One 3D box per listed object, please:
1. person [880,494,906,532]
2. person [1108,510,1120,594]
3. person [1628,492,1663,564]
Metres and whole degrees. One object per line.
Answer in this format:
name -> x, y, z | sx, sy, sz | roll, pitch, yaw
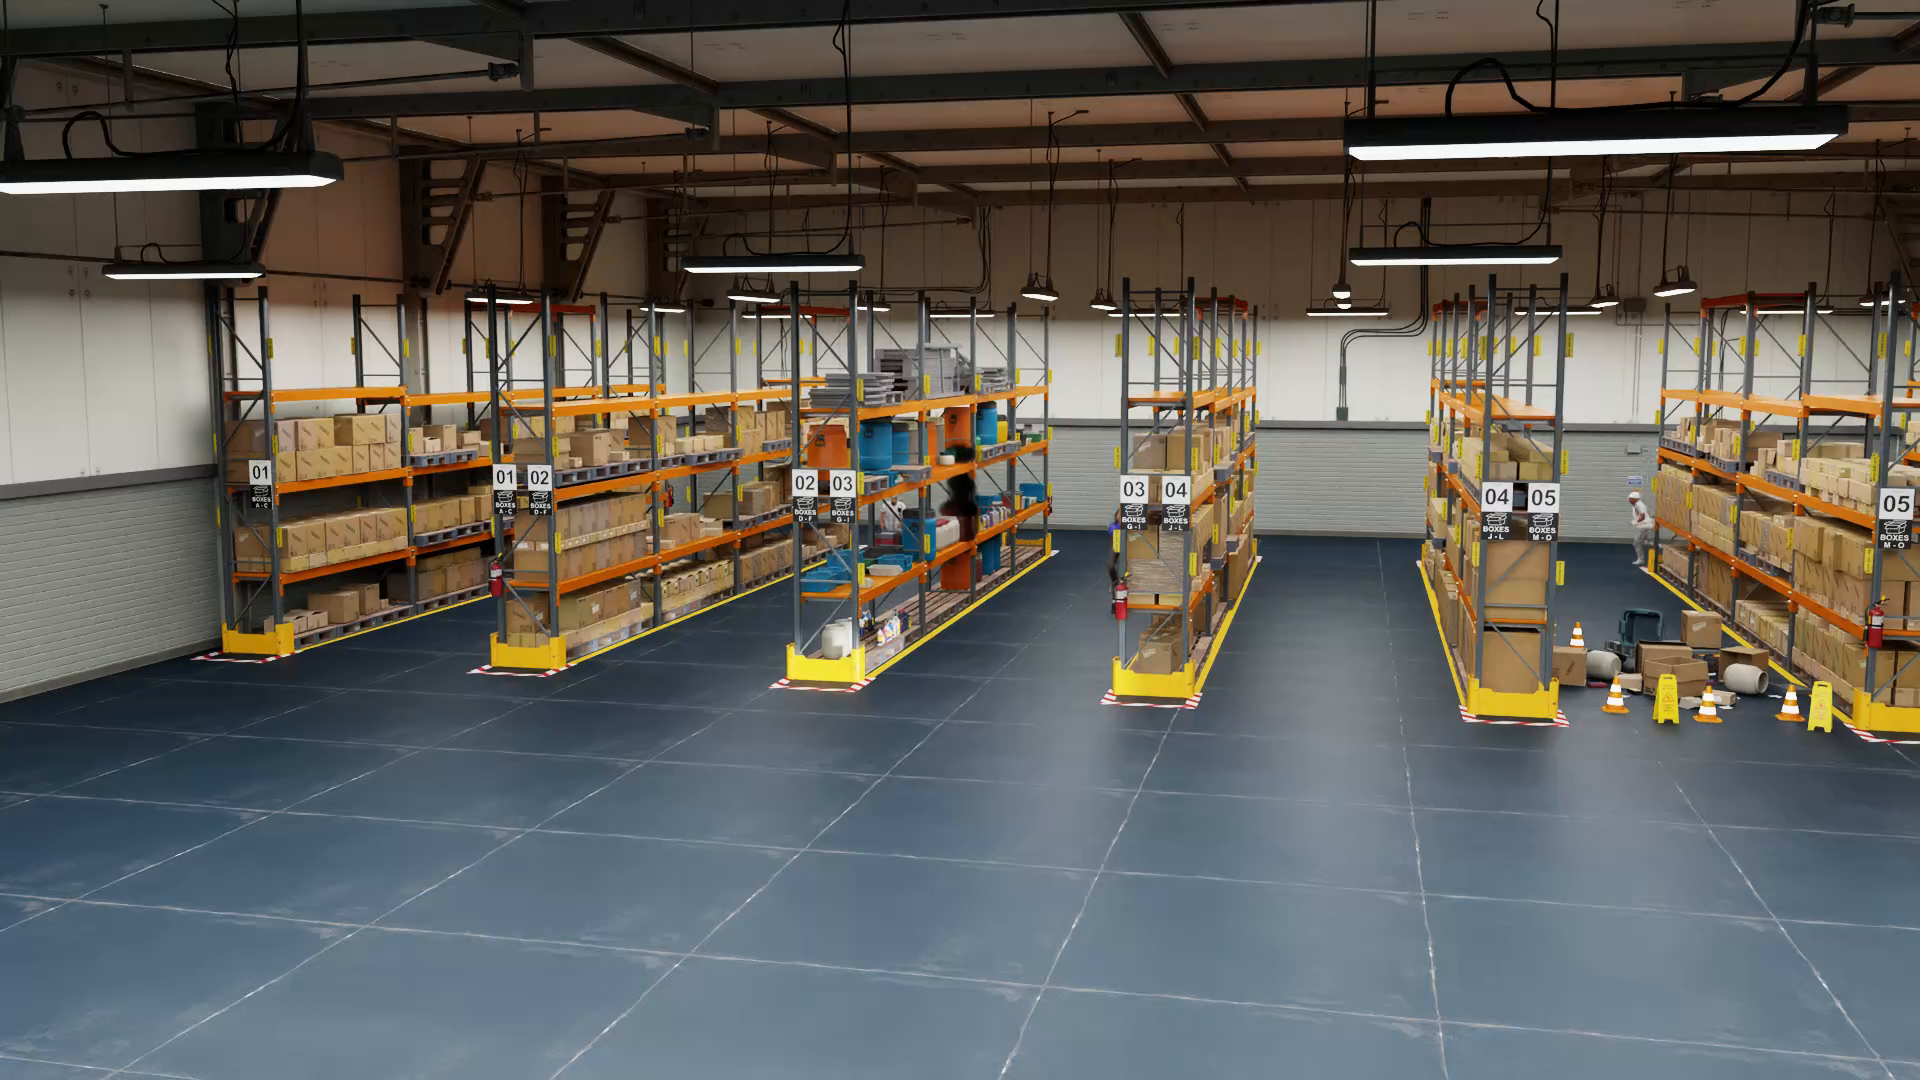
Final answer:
person -> -1.547, -0.310, 38.984 | 0.660, 1.706, 0.673 | 0, 7, -1
person -> 3.053, 0.239, 32.043 | 0.564, 1.649, 0.789 | 2, 7, 18
person -> 15.927, -0.260, 38.631 | 0.847, 1.712, 0.685 | 3, 7, 22
